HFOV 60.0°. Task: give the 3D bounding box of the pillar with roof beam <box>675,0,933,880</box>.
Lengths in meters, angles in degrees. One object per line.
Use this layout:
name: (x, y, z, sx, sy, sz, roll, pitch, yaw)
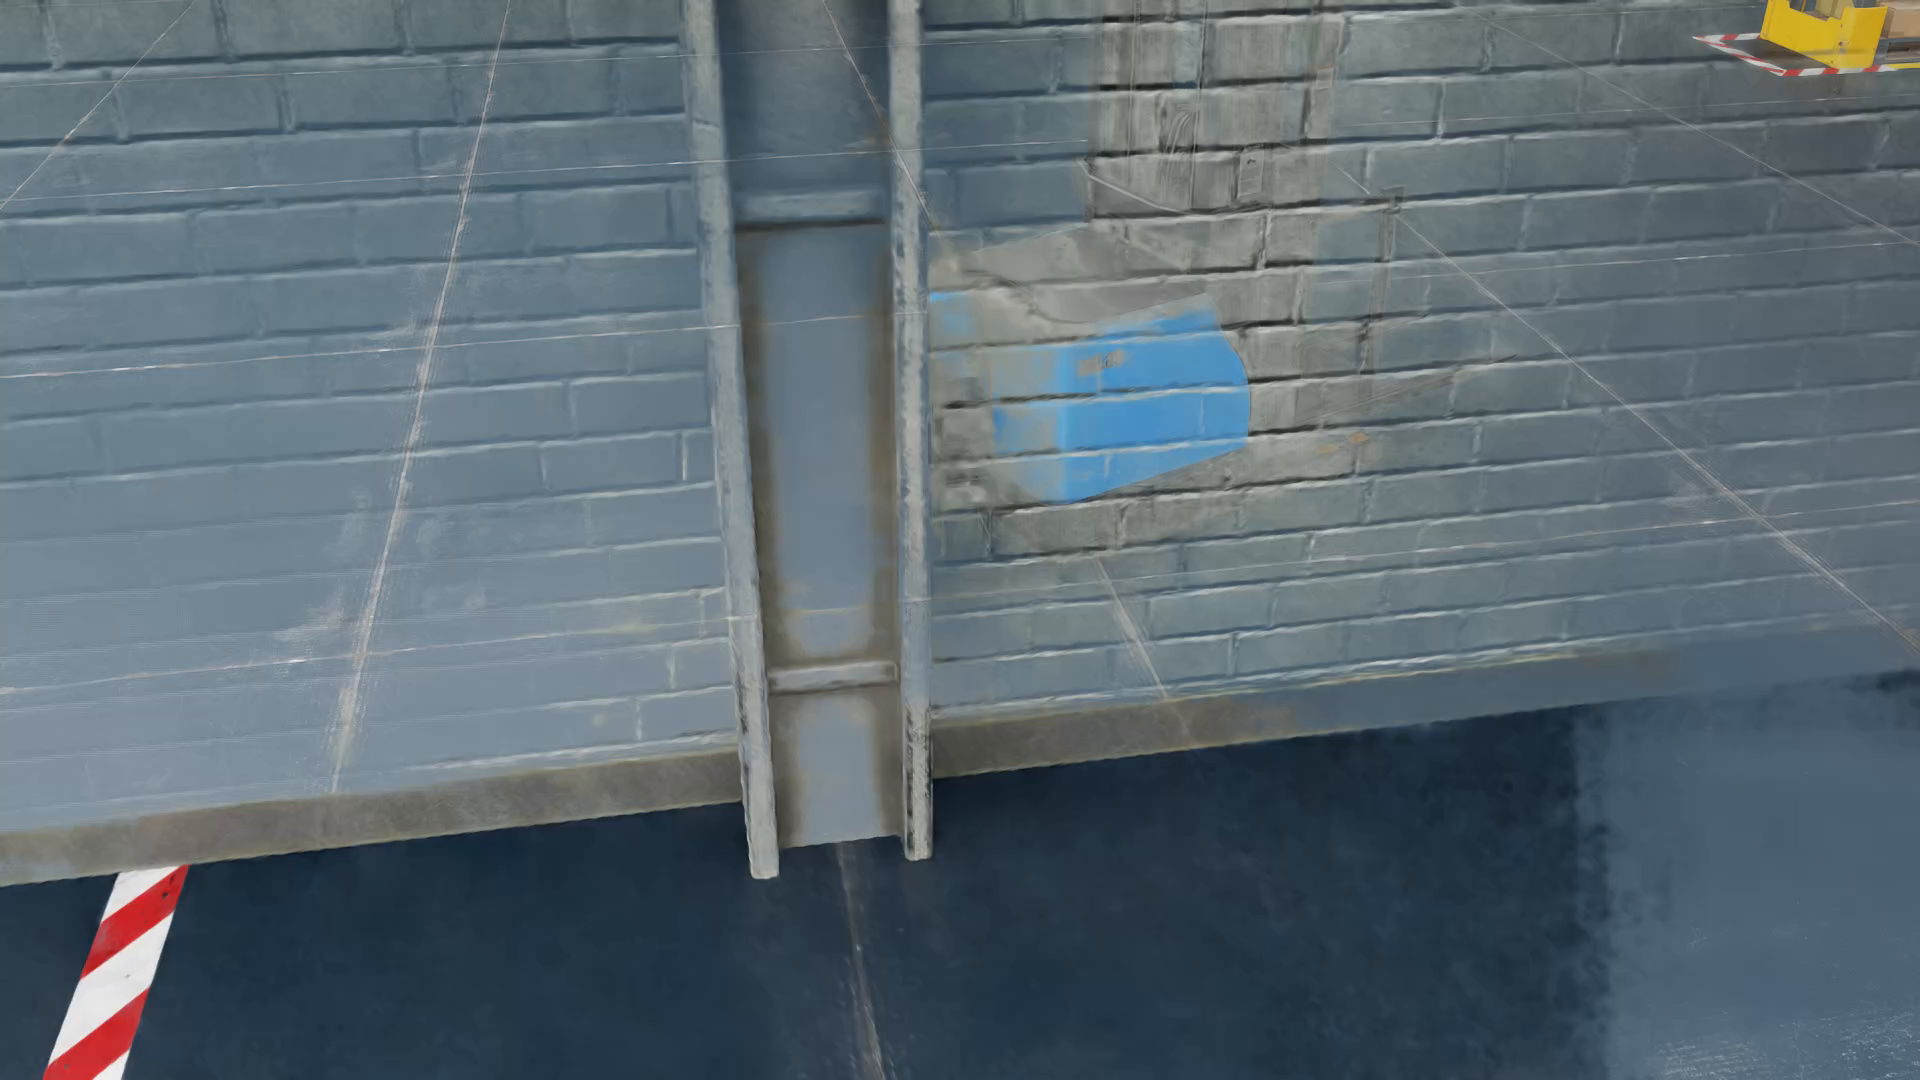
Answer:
pillar with roof beam: (1.974, -8.408, 12.671, 0.400, 9.000, 9.100, -5, 31, -9)
